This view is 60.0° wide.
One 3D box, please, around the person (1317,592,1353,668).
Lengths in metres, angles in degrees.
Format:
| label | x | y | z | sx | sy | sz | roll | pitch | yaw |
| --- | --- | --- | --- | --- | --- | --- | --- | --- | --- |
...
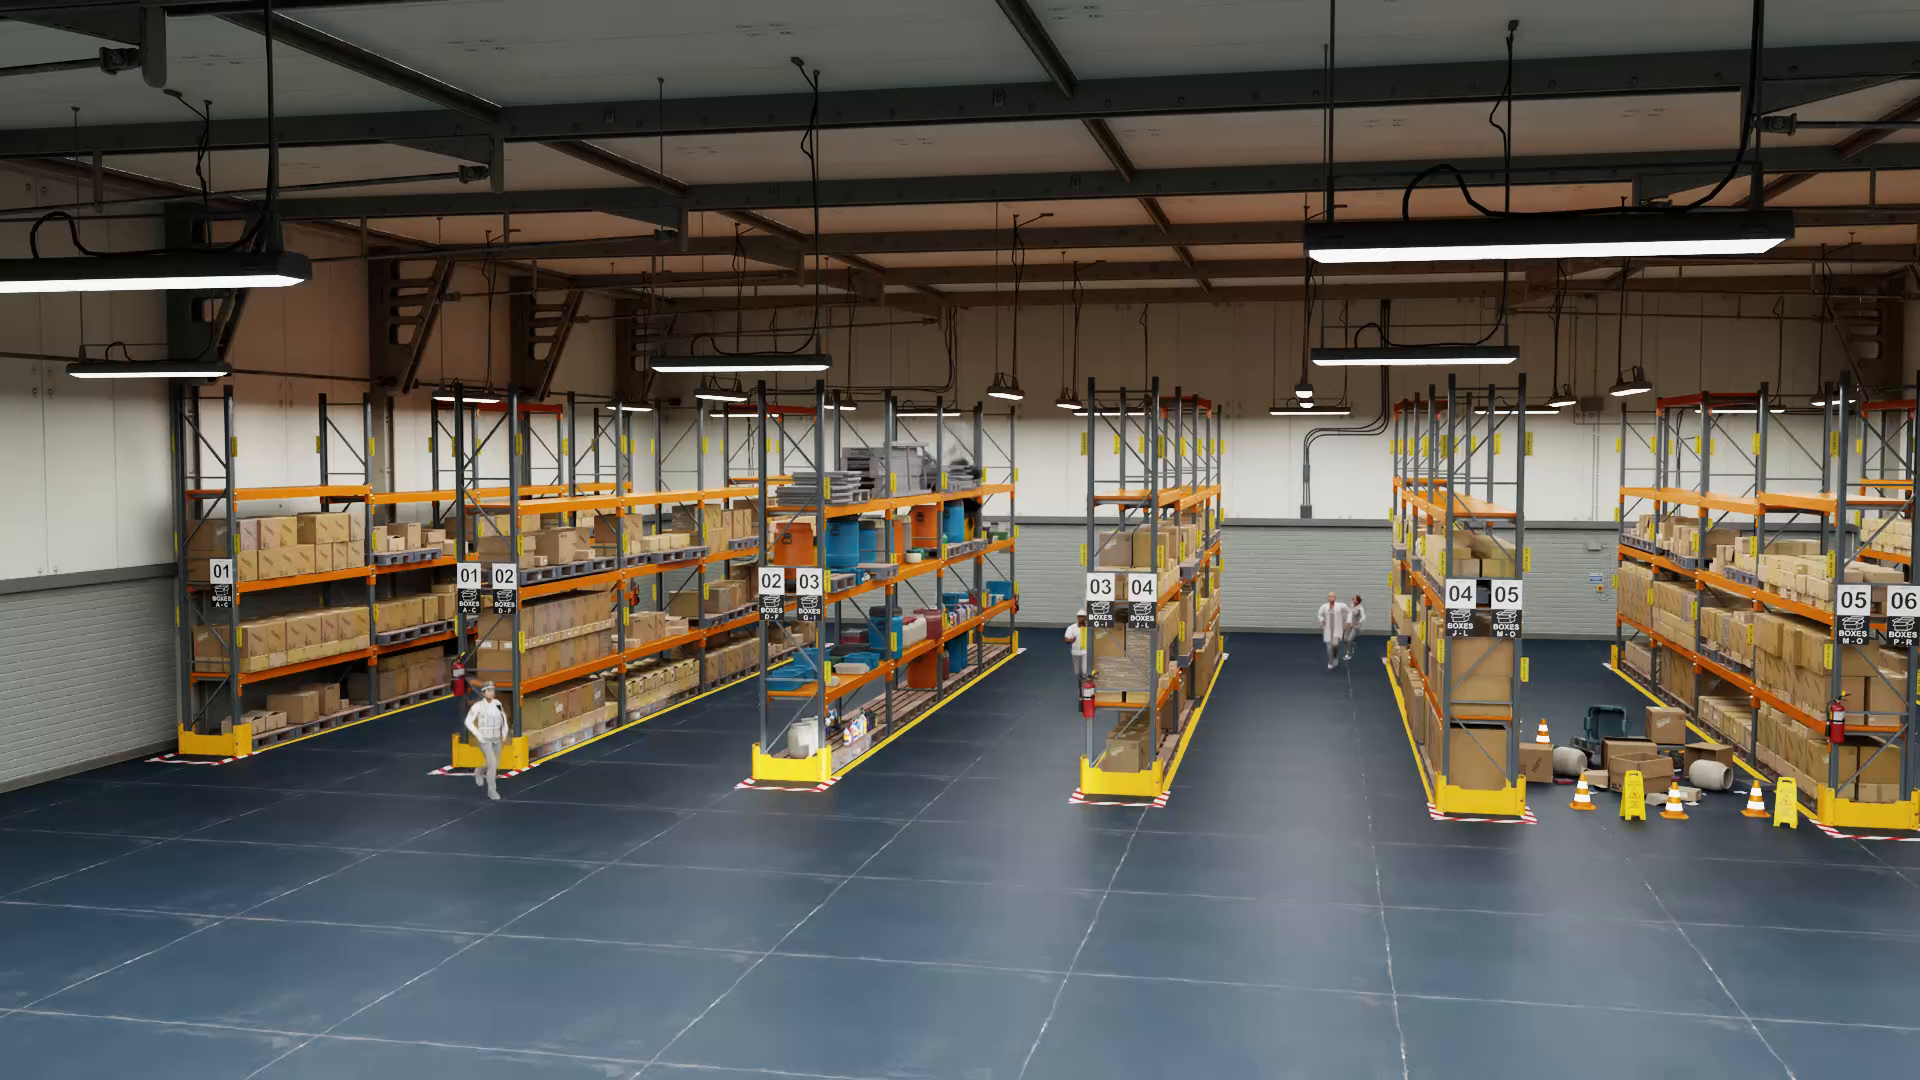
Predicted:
| label | x | y | z | sx | sy | sz | roll | pitch | yaw |
| --- | --- | --- | --- | --- | --- | --- | --- | --- | --- |
| person | 8.384 | 2.036 | 37.318 | 0.735 | 1.732 | 0.811 | 2 | 4 | 27 |

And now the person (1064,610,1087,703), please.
| label | x | y | z | sx | sy | sz | roll | pitch | yaw |
| --- | --- | --- | --- | --- | --- | --- | --- | --- | --- |
| person | 2.407 | 2.279 | 32.780 | 0.676 | 1.825 | 0.791 | 1 | 3 | 16 |

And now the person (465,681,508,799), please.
| label | x | y | z | sx | sy | sz | roll | pitch | yaw |
| --- | --- | --- | --- | --- | --- | --- | --- | --- | --- |
| person | -6.795 | 2.850 | 23.875 | 0.692 | 1.670 | 0.656 | 3 | 4 | 39 |

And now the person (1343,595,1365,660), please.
| label | x | y | z | sx | sy | sz | roll | pitch | yaw |
| --- | --- | --- | --- | --- | --- | --- | --- | --- | --- |
| person | 9.270 | 2.056 | 39.064 | 0.518 | 1.532 | 0.562 | -3 | 4 | -45 |
